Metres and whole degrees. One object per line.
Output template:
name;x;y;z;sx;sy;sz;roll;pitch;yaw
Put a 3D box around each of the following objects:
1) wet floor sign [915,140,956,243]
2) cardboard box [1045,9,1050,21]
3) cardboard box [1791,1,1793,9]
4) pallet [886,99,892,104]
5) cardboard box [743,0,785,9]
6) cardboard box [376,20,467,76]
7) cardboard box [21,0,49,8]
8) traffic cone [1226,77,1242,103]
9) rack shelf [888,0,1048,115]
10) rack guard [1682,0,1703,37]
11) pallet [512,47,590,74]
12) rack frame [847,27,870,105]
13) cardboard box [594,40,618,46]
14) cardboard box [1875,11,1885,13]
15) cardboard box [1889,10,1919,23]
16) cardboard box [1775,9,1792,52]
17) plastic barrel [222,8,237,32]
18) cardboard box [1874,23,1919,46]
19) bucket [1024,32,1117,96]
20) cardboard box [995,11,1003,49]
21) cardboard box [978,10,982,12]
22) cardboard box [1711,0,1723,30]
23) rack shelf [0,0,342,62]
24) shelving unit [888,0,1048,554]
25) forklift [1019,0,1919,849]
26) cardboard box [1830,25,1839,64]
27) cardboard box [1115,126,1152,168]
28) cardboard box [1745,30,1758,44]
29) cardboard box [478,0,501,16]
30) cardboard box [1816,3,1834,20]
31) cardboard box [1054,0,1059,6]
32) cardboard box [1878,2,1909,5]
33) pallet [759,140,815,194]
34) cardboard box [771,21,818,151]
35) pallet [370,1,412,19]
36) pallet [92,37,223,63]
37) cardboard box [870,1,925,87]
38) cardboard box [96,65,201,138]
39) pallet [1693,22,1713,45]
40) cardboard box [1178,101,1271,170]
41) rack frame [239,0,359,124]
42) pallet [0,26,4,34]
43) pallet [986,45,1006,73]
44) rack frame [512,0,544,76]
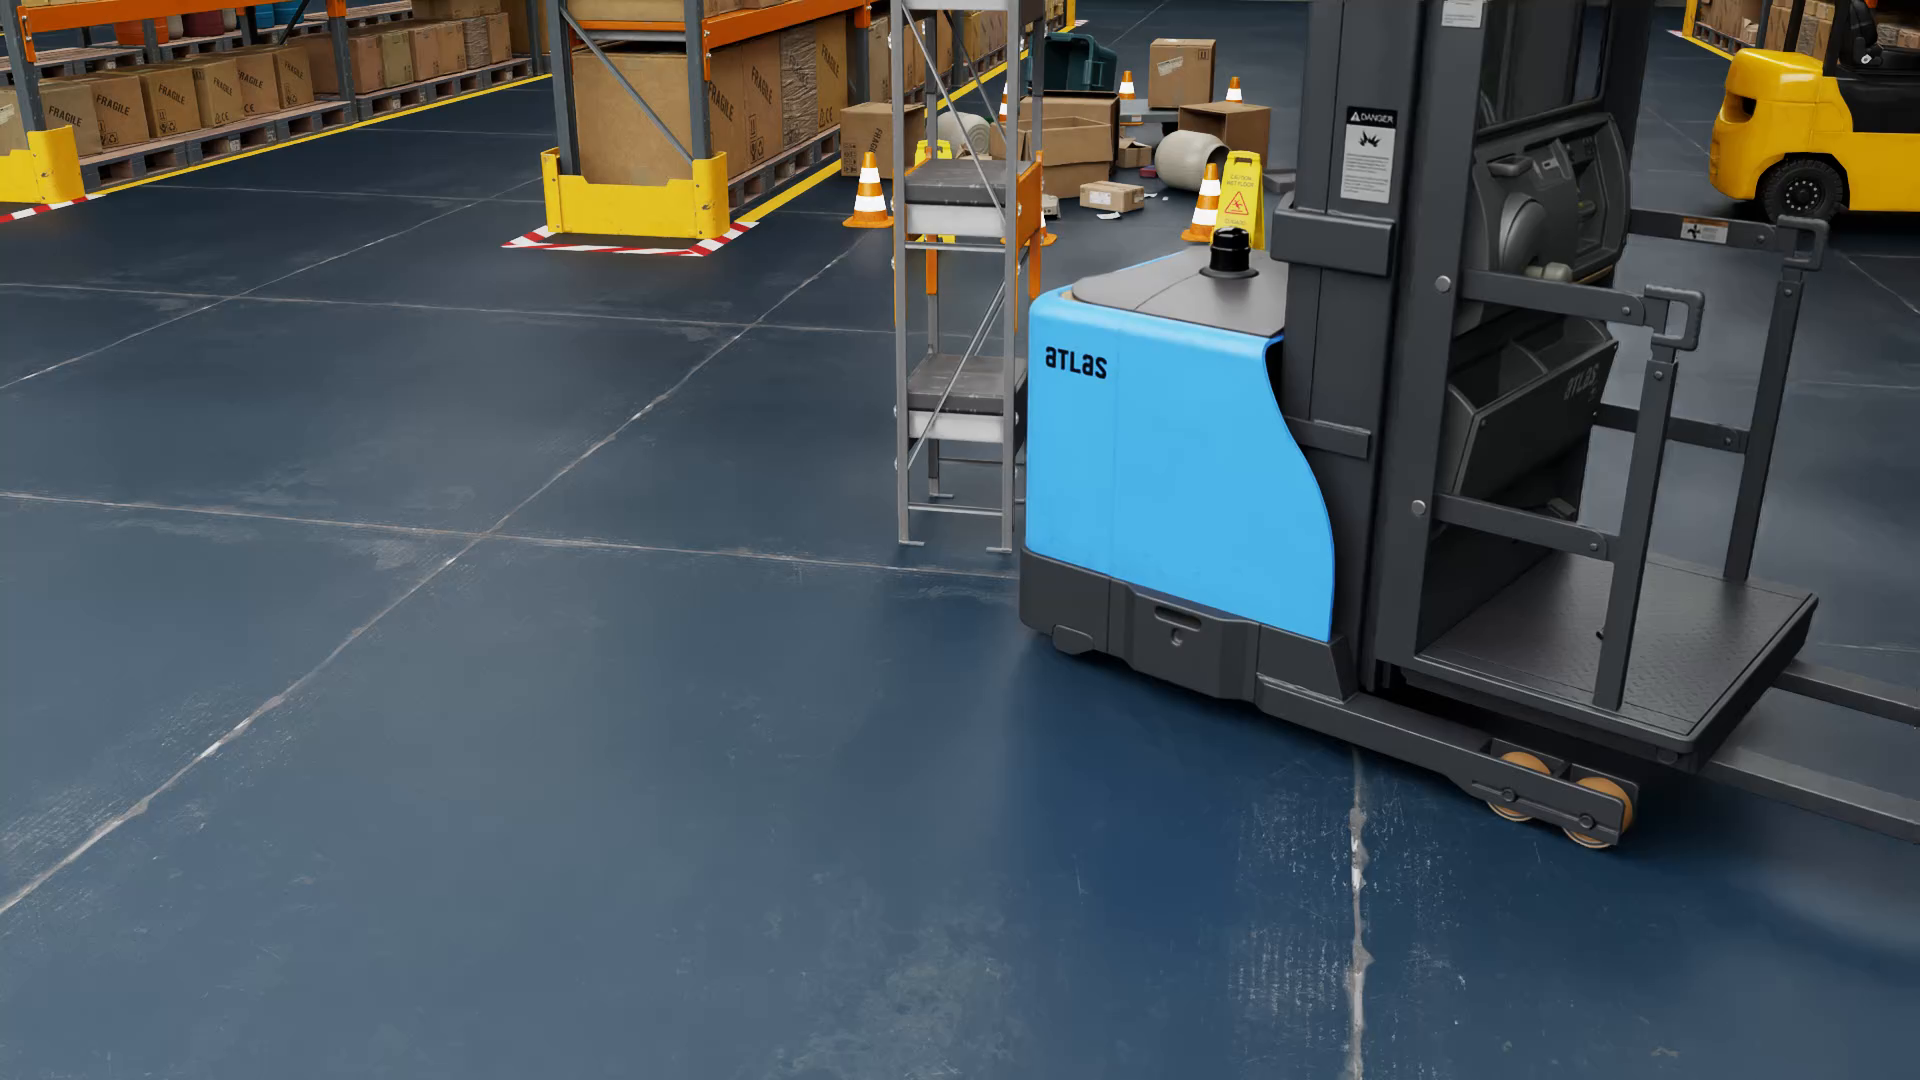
wet floor sign;-0.163;-2.173;10.385;0.267;0.644;0.232;1;22;2
cardboard box;1.071;-7.462;23.621;0.380;0.149;0.250;5;22;12
cardboard box;9.724;-6.121;18.952;0.380;0.149;0.250;3;22;8
pallet;-1.195;-3.884;15.214;1.003;0.211;1.213;4;22;11
cardboard box;-1.736;-4.033;11.652;0.875;0.550;0.550;4;22;11
cardboard box;-5.624;-5.154;17.392;0.700;0.500;0.500;6;23;15
cardboard box;-6.639;-3.811;11.637;0.380;0.149;0.250;4;22;11
traffic cone;2.470;-3.932;14.998;0.336;0.463;0.334;4;22;11
rack shelf;0.034;-1.671;5.355;0.431;0.518;0.480;4;22;11
rack guard;10.881;-7.373;23.492;1.175;0.500;0.348;4;22;11
pallet;-5.063;-5.756;19.864;1.003;0.211;1.213;4;22;11
rack frame;-1.279;-4.889;13.978;1.000;3.000;0.127;4;22;11
cardboard box;-4.947;-6.553;20.391;1.225;0.875;0.875;5;22;11
cardboard box;9.142;-5.273;16.847;0.380;0.149;0.250;3;22;8
cardboard box;9.728;-5.330;16.989;0.380;0.149;0.250;5;22;12
cardboard box;9.662;-5.778;18.968;0.500;0.500;0.500;4;22;10
plastic barrel;-9.805;-6.992;21.968;0.421;0.512;0.421;0;22;0
cardboard box;9.123;-4.501;15.631;0.875;0.625;0.625;5;23;13
bucket;0.950;-3.850;13.746;0.726;0.611;0.620;13;15;29
cardboard box;0.235;-6.186;19.981;0.500;0.500;0.500;4;22;10
cardboard box;0.018;-6.155;18.900;0.500;0.250;0.500;4;22;10
cardboard box;10.466;-7.070;22.176;0.700;0.500;0.500;5;23;13
rack shelf;-6.522;-4.239;13.327;1.077;0.370;4.000;4;22;11
shelving unit;0.034;-1.035;5.612;0.431;2.100;0.503;4;22;11
forklift;1.637;-0.840;4.017;3.031;2.935;1.130;17;28;36
cardboard box;9.252;-5.023;17.095;0.500;0.500;0.500;4;22;10
cardboard box;1.320;-3.146;13.310;0.258;0.266;0.396;-11;25;-26
cardboard box;9.906;-6.196;20.477;0.380;0.149;0.250;4;22;9
cardboard box;-5.405;-5.912;18.272;0.500;0.250;0.500;5;23;13
cardboard box;9.415;-5.654;17.792;0.380;0.149;0.250;3;22;8
cardboard box;1.237;-7.883;24.268;0.380;0.149;0.250;4;22;9
cardboard box;9.983;-5.710;17.933;0.380;0.149;0.250;4;22;9
pallet;-1.757;-2.876;12.712;1.003;0.211;1.213;4;22;11
cardboard box;-1.656;-3.544;12.920;0.875;0.875;0.875;5;22;11
pallet;-8.720;-8.478;26.623;1.003;0.211;1.213;4;22;11
pallet;-10.026;-6.143;20.824;1.003;0.211;1.213;4;22;11
cardboard box;-0.850;-4.968;16.622;1.050;0.750;0.750;5;22;12
cardboard box;-6.552;-3.553;13.443;0.500;0.500;0.500;7;23;16
pallet;10.719;-6.947;22.822;1.003;0.211;1.213;4;22;11
cardboard box;2.037;-3.102;12.884;0.500;0.500;0.500;-16;27;-35
rack frame;-6.114;-5.304;15.009;1.000;3.000;0.127;4;22;11
pallet;-14.308;-7.393;23.927;1.003;0.211;1.213;4;22;11
pallet;-0.051;-5.789;19.946;1.003;0.211;1.213;4;22;11
rack frame;-5.298;-6.767;18.641;1.000;3.000;0.127;4;22;11
